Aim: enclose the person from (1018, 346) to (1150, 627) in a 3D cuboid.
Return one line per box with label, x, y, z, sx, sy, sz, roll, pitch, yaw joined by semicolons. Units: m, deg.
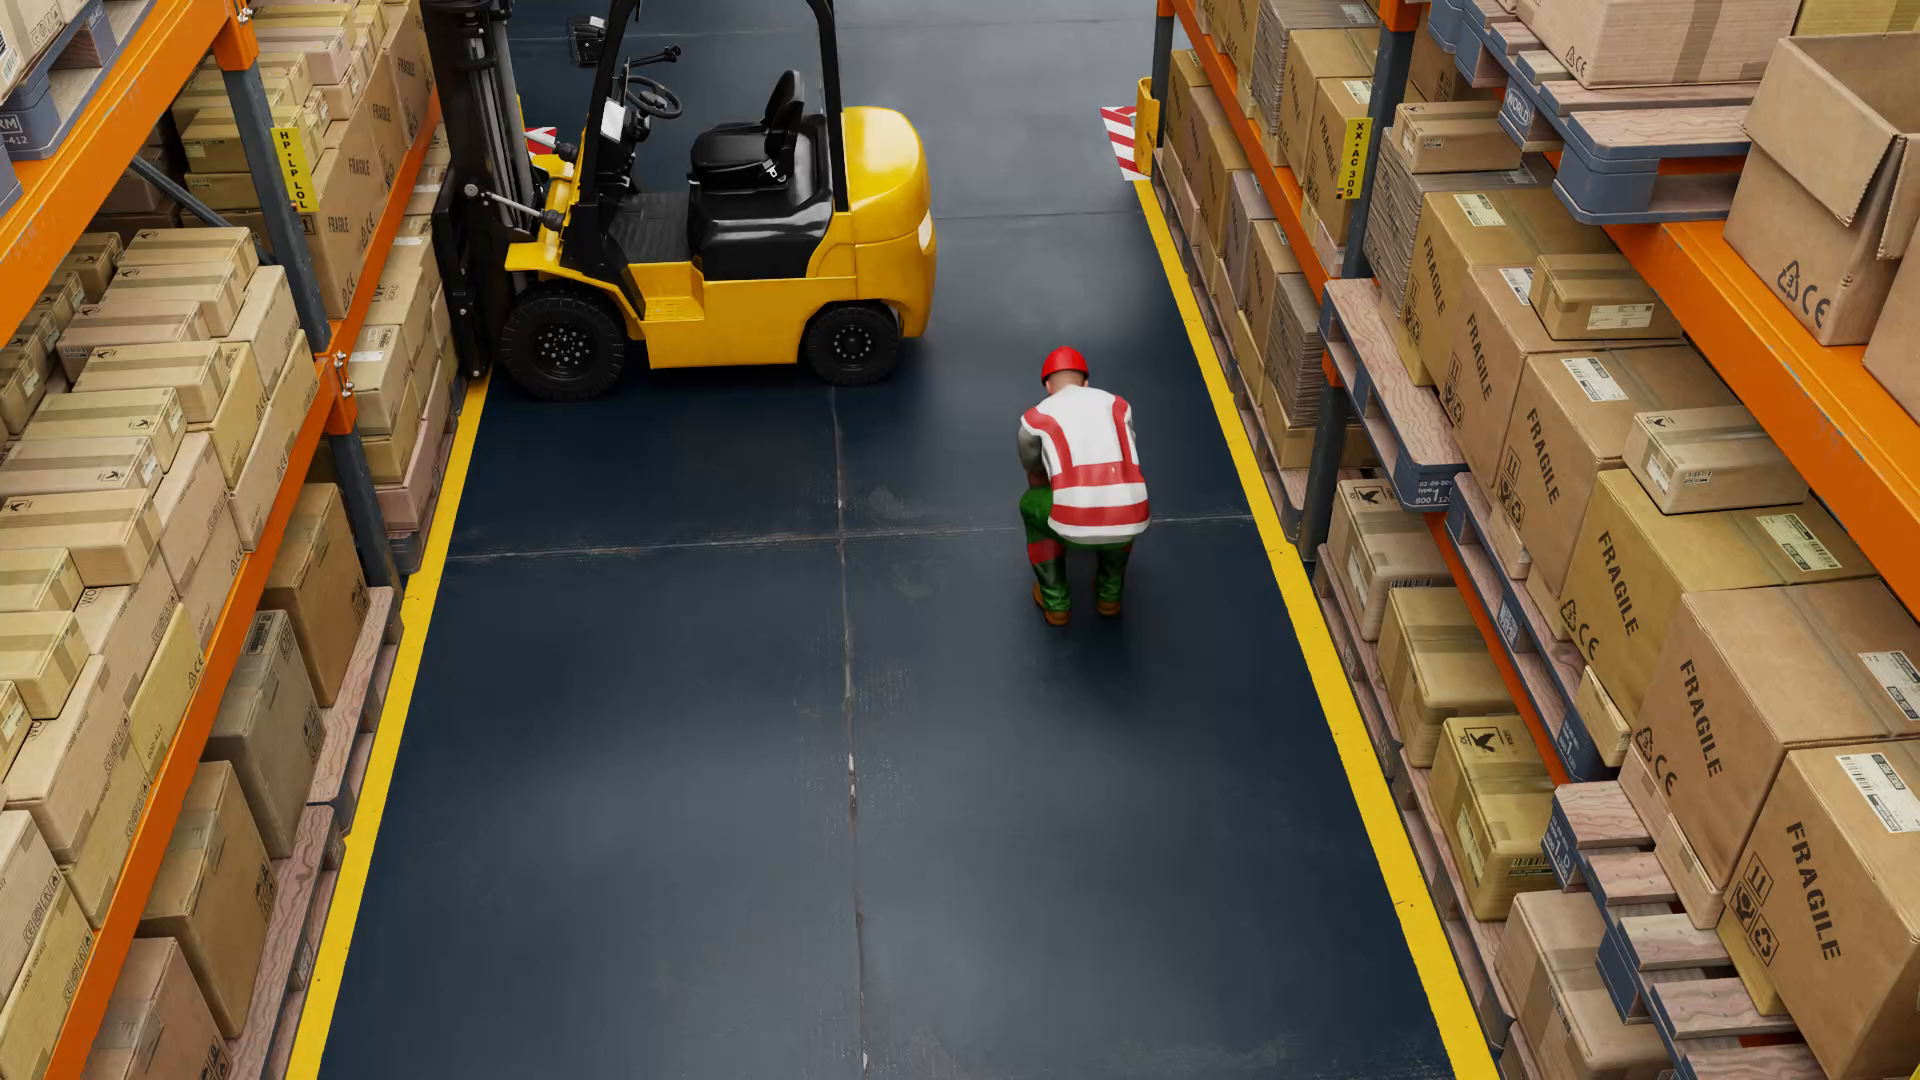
person;0.509;-0.193;7.014;0.526;0.993;0.926;-4;39;-5
